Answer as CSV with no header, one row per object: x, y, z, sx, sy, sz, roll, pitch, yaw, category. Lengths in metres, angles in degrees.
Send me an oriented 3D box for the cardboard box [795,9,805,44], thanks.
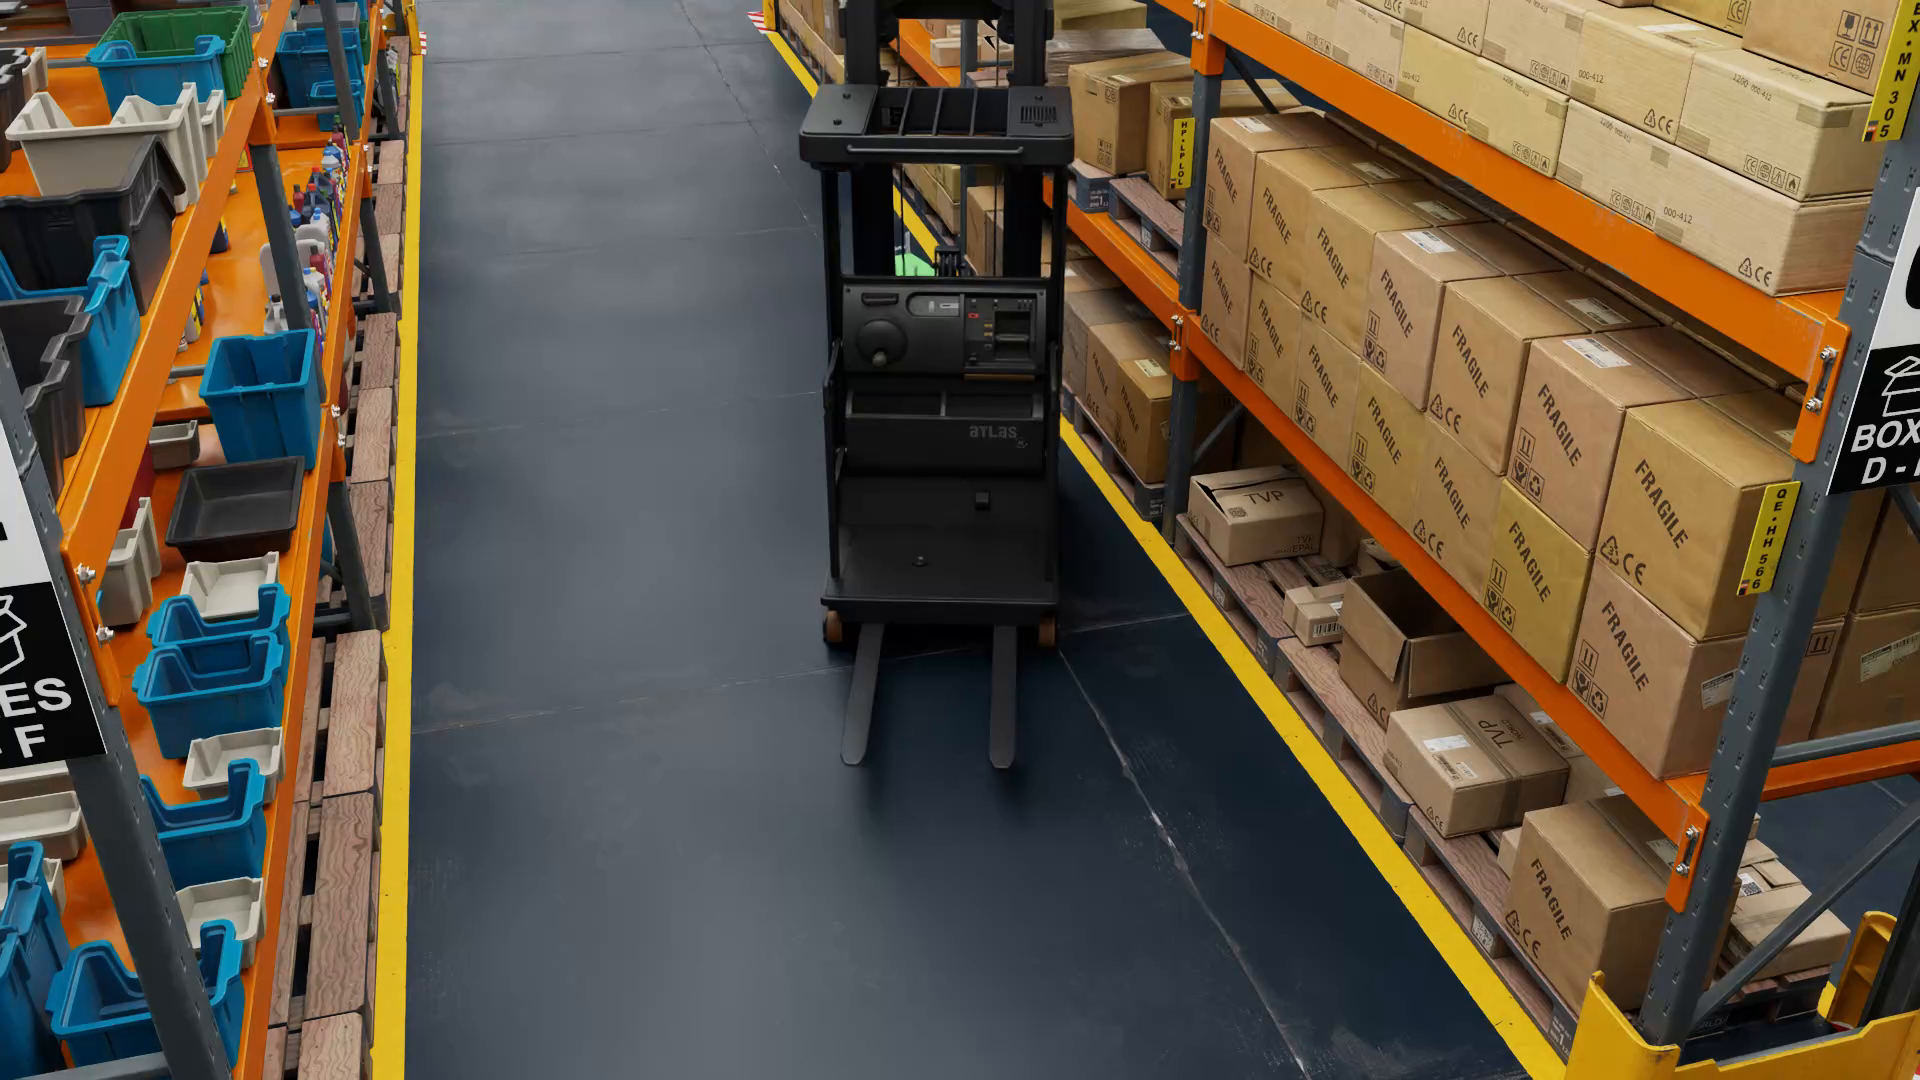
-1.426,-5.375,17.368,0.500,0.250,0.500,-8,31,-13,cardboard box

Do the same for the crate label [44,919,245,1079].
-1.901,1.113,3.940,0.416,0.233,0.303,-8,31,-13,crate label

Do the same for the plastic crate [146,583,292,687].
-2.330,0.332,5.289,0.416,0.233,0.300,-8,31,-13,plastic crate

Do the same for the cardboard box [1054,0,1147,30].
0.777,-3.227,10.812,0.700,0.500,0.500,-19,35,-30,cardboard box

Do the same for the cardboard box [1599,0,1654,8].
2.185,-1.927,4.993,0.700,0.500,0.500,-8,31,-13,cardboard box

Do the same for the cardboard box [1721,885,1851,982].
2.844,1.368,5.798,0.380,0.149,0.250,-8,31,-13,cardboard box

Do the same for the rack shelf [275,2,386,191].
-4.807,-3.289,12.156,1.077,0.370,4.000,-8,31,-13,rack shelf

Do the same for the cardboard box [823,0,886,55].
-1.016,-4.977,15.932,0.500,0.500,0.500,-8,31,-13,cardboard box

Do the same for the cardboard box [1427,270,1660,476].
1.964,-0.575,5.652,0.500,0.500,0.500,-7,31,-12,cardboard box

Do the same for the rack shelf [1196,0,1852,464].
2.093,-1.380,5.864,1.077,0.370,4.000,-8,31,-13,rack shelf

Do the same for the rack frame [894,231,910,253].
-0.389,-1.187,9.604,0.240,1.200,0.015,-16,34,-26,rack frame

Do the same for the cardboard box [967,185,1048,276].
0.346,-2.142,11.512,0.500,0.500,0.500,-7,31,-11,cardboard box

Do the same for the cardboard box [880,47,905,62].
-0.691,-4.225,14.820,0.500,0.311,0.500,-8,31,-13,cardboard box

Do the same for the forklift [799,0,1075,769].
-0.077,-0.919,7.411,1.130,2.935,3.031,1,30,2,forklift

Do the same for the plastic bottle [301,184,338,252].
-3.367,-1.686,8.718,0.144,0.351,0.185,-8,31,-13,plastic bottle

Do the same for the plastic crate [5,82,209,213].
-2.443,-1.129,4.830,0.437,0.282,0.530,-8,31,-13,plastic crate

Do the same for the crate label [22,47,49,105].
-3.363,-1.612,5.809,0.293,0.136,0.466,-8,31,-13,crate label

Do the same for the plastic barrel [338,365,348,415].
-3.830,-0.993,9.459,0.600,0.588,0.708,-8,31,-13,plastic barrel

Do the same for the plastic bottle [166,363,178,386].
-3.515,-0.789,7.317,0.097,0.201,0.097,0,30,0,plastic bottle

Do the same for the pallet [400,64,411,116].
-5.803,-4.279,15.933,1.003,0.211,1.213,-8,31,-13,pallet

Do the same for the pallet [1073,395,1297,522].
1.310,-0.540,9.472,1.003,0.211,1.213,-8,31,-13,pallet

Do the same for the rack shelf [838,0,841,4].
-1.092,-5.877,16.628,1.077,0.370,4.000,-8,31,-13,rack shelf

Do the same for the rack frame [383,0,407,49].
-6.399,-6.498,16.982,1.000,3.000,0.127,-8,31,-13,rack frame

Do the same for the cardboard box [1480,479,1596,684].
2.102,0.099,5.484,0.500,0.500,0.500,-8,31,-13,cardboard box

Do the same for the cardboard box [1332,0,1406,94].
1.713,-1.841,6.092,0.500,0.250,0.500,-8,31,-13,cardboard box

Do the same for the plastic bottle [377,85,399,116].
-5.112,-3.942,14.847,0.152,0.276,0.135,-7,31,-11,plastic bottle

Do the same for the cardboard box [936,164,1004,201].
0.124,-2.746,12.265,0.500,0.311,0.500,-7,31,-12,cardboard box

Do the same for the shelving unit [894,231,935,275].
-0.266,-1.082,9.421,0.258,1.200,0.503,-16,34,-26,shelving unit

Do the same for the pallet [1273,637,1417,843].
2.071,0.770,7.209,1.003,0.211,1.213,-8,31,-13,pallet

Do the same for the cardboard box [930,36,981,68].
-0.004,-3.580,12.191,0.380,0.149,0.250,-8,31,-13,cardboard box

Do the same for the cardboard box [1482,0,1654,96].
1.980,-1.574,5.132,0.500,0.250,0.500,-8,31,-13,cardboard box

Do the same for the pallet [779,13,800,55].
-1.379,-5.584,18.187,1.003,0.211,1.213,-8,31,-13,pallet

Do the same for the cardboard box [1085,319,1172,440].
1.032,-0.908,9.380,0.500,0.500,0.500,-8,31,-13,cardboard box

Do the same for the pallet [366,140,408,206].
-5.092,-2.985,13.697,1.003,0.211,1.213,-8,31,-13,pallet

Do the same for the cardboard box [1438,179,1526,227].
2.218,-1.135,6.618,0.500,0.500,0.500,-8,31,-13,cardboard box

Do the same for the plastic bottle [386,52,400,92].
-5.315,-4.352,15.479,0.144,0.351,0.185,-8,31,-14,plastic bottle

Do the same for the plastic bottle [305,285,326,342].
-3.010,-1.045,7.690,0.097,0.271,0.097,0,30,0,plastic bottle

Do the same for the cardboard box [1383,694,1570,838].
2.019,0.880,6.541,0.500,0.250,0.500,-8,31,-13,cardboard box

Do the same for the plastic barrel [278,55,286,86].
-4.867,-3.354,11.439,0.421,0.512,0.421,0,30,0,plastic barrel

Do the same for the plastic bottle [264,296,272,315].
-3.182,-1.042,7.754,0.097,0.201,0.097,0,30,0,plastic bottle

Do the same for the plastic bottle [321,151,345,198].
-3.580,-2.082,9.481,0.097,0.271,0.097,0,30,0,plastic bottle

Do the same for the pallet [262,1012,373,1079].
-2.334,2.033,5.027,1.003,0.211,1.213,-8,31,-13,pallet

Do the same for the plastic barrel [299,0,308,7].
-5.527,-4.556,13.127,0.600,0.901,0.708,-8,31,-13,plastic barrel

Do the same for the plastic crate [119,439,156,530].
-3.219,-0.291,6.135,0.402,0.464,0.583,-8,31,-13,plastic crate

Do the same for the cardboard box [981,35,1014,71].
0.446,-3.434,11.777,0.500,0.311,0.500,-6,31,-10,cardboard box

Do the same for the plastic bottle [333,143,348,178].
-3.683,-2.240,9.824,0.097,0.201,0.097,0,30,0,plastic bottle

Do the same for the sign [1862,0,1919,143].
2.084,-1.044,3.682,0.100,0.325,0.005,-8,31,-13,sign

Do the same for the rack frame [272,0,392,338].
-4.276,-2.634,10.307,1.000,3.000,0.127,-8,31,-13,rack frame

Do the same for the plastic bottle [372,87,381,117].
-5.214,-3.931,14.820,0.061,0.283,0.133,-8,31,-13,plastic bottle

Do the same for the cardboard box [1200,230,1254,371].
1.435,-1.120,7.591,0.500,0.500,0.500,-7,31,-12,cardboard box

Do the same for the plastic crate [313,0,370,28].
-4.745,-4.068,12.799,0.392,0.384,0.575,-8,31,-13,plastic crate

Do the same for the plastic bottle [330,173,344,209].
-3.528,-1.958,9.336,0.097,0.201,0.097,0,30,0,plastic bottle

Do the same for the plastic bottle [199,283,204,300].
-3.782,-1.305,8.138,0.097,0.271,0.097,0,30,0,plastic bottle

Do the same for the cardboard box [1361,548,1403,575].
2.186,0.214,7.631,0.500,0.311,0.500,-8,31,-13,cardboard box
